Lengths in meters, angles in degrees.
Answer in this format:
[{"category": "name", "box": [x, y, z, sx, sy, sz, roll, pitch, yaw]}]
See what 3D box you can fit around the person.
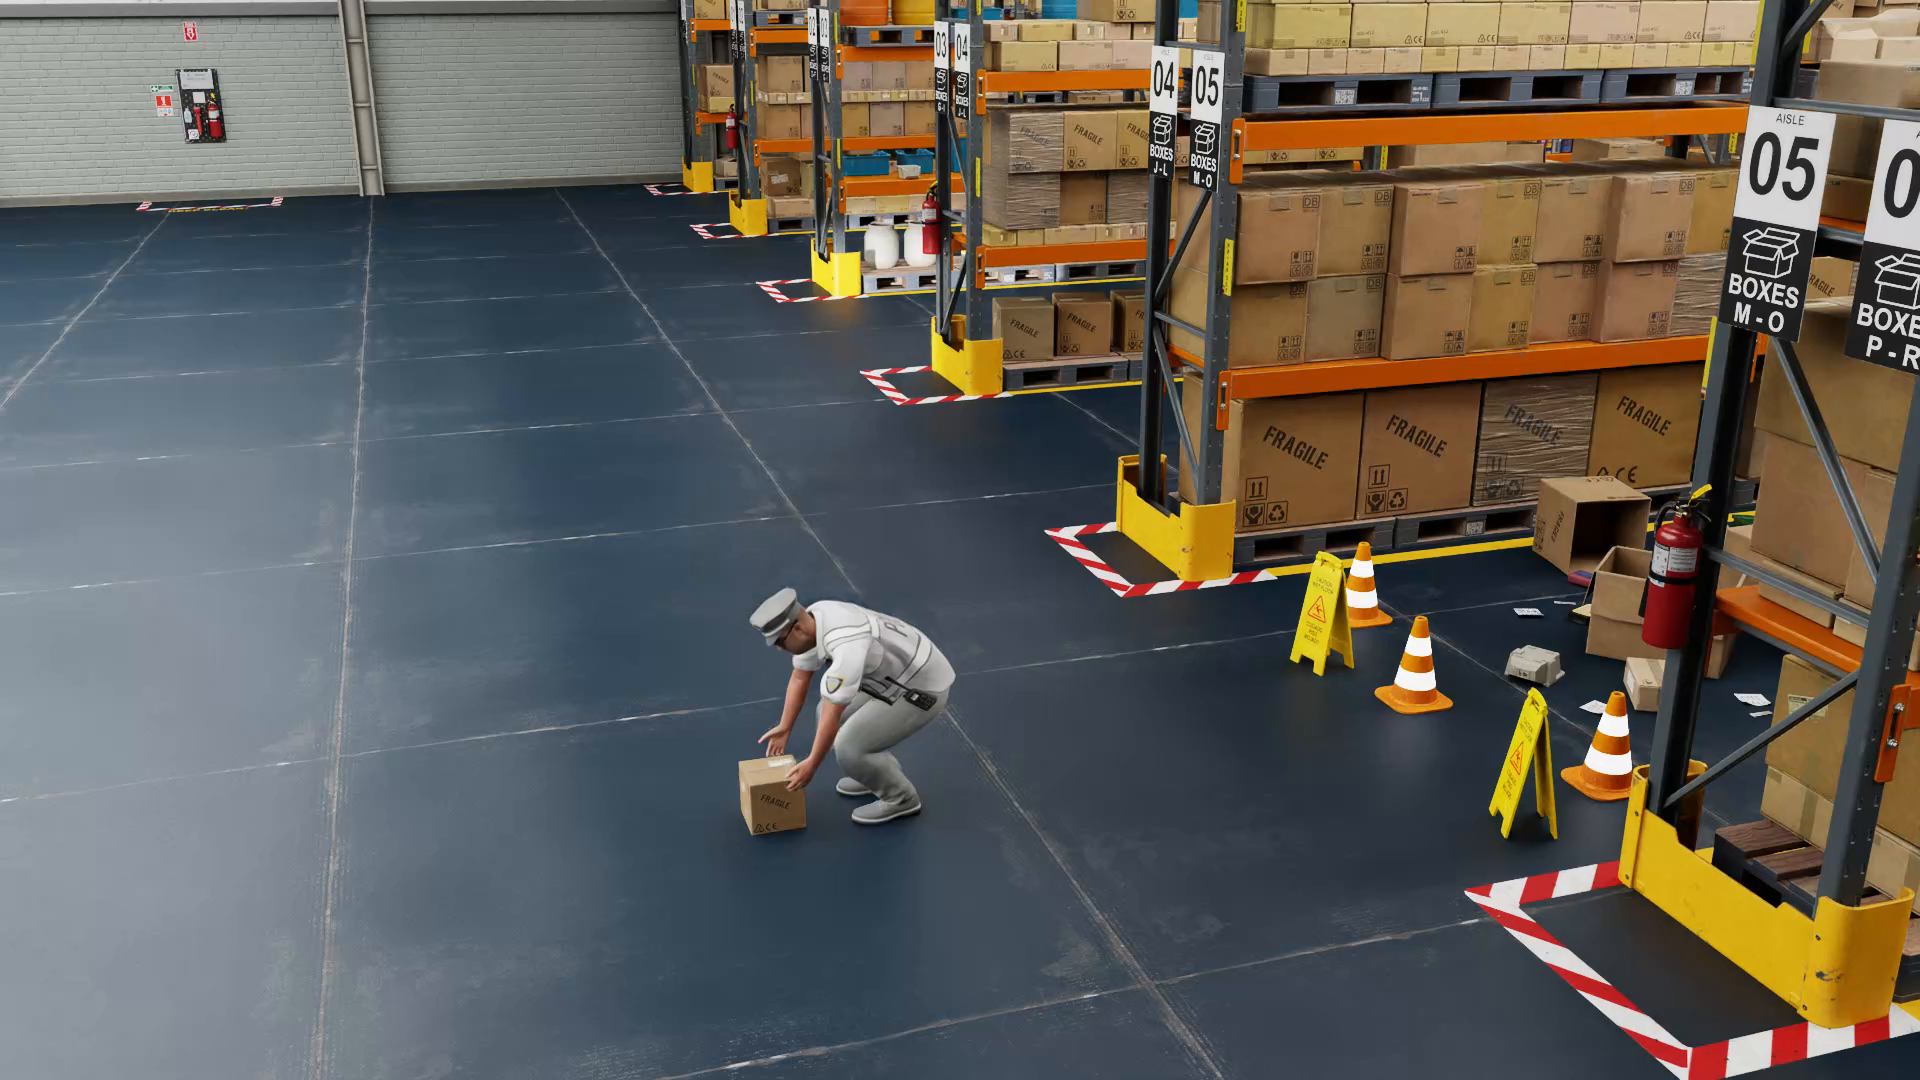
[{"category": "person", "box": [-0.477, 0.713, 7.465, 0.923, 1.124, 0.576, -6, 20, -17]}]
